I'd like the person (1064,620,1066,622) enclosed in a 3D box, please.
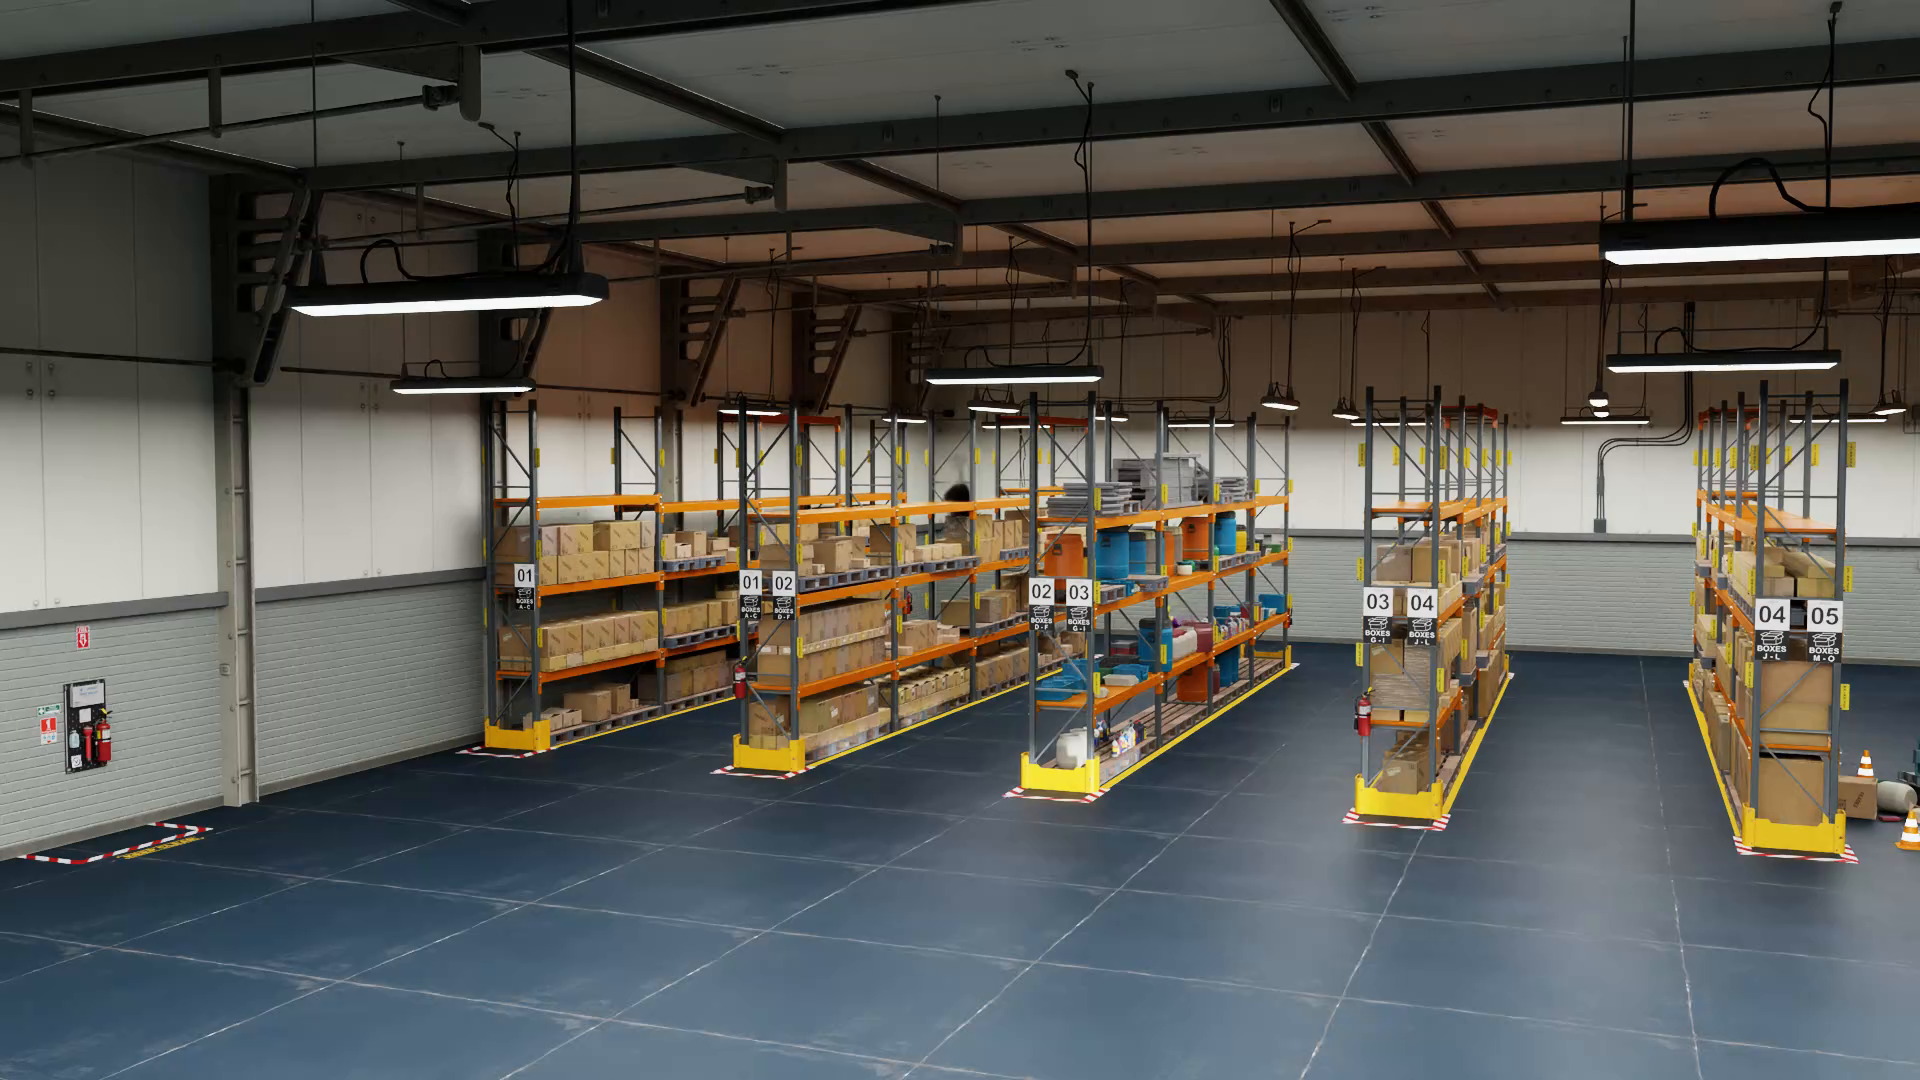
[{"bbox_3d":[2.962,2.088,43.063,0.572,1.591,0.721,-2,4,-39],"label":"person"}]

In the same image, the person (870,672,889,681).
[{"bbox_3d":[-1.751,2.421,35.133,0.668,1.679,0.855,0,3,2],"label":"person"}]

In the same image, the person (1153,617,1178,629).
[{"bbox_3d":[4.592,2.327,37.420,0.685,1.688,0.735,1,3,13],"label":"person"}]
